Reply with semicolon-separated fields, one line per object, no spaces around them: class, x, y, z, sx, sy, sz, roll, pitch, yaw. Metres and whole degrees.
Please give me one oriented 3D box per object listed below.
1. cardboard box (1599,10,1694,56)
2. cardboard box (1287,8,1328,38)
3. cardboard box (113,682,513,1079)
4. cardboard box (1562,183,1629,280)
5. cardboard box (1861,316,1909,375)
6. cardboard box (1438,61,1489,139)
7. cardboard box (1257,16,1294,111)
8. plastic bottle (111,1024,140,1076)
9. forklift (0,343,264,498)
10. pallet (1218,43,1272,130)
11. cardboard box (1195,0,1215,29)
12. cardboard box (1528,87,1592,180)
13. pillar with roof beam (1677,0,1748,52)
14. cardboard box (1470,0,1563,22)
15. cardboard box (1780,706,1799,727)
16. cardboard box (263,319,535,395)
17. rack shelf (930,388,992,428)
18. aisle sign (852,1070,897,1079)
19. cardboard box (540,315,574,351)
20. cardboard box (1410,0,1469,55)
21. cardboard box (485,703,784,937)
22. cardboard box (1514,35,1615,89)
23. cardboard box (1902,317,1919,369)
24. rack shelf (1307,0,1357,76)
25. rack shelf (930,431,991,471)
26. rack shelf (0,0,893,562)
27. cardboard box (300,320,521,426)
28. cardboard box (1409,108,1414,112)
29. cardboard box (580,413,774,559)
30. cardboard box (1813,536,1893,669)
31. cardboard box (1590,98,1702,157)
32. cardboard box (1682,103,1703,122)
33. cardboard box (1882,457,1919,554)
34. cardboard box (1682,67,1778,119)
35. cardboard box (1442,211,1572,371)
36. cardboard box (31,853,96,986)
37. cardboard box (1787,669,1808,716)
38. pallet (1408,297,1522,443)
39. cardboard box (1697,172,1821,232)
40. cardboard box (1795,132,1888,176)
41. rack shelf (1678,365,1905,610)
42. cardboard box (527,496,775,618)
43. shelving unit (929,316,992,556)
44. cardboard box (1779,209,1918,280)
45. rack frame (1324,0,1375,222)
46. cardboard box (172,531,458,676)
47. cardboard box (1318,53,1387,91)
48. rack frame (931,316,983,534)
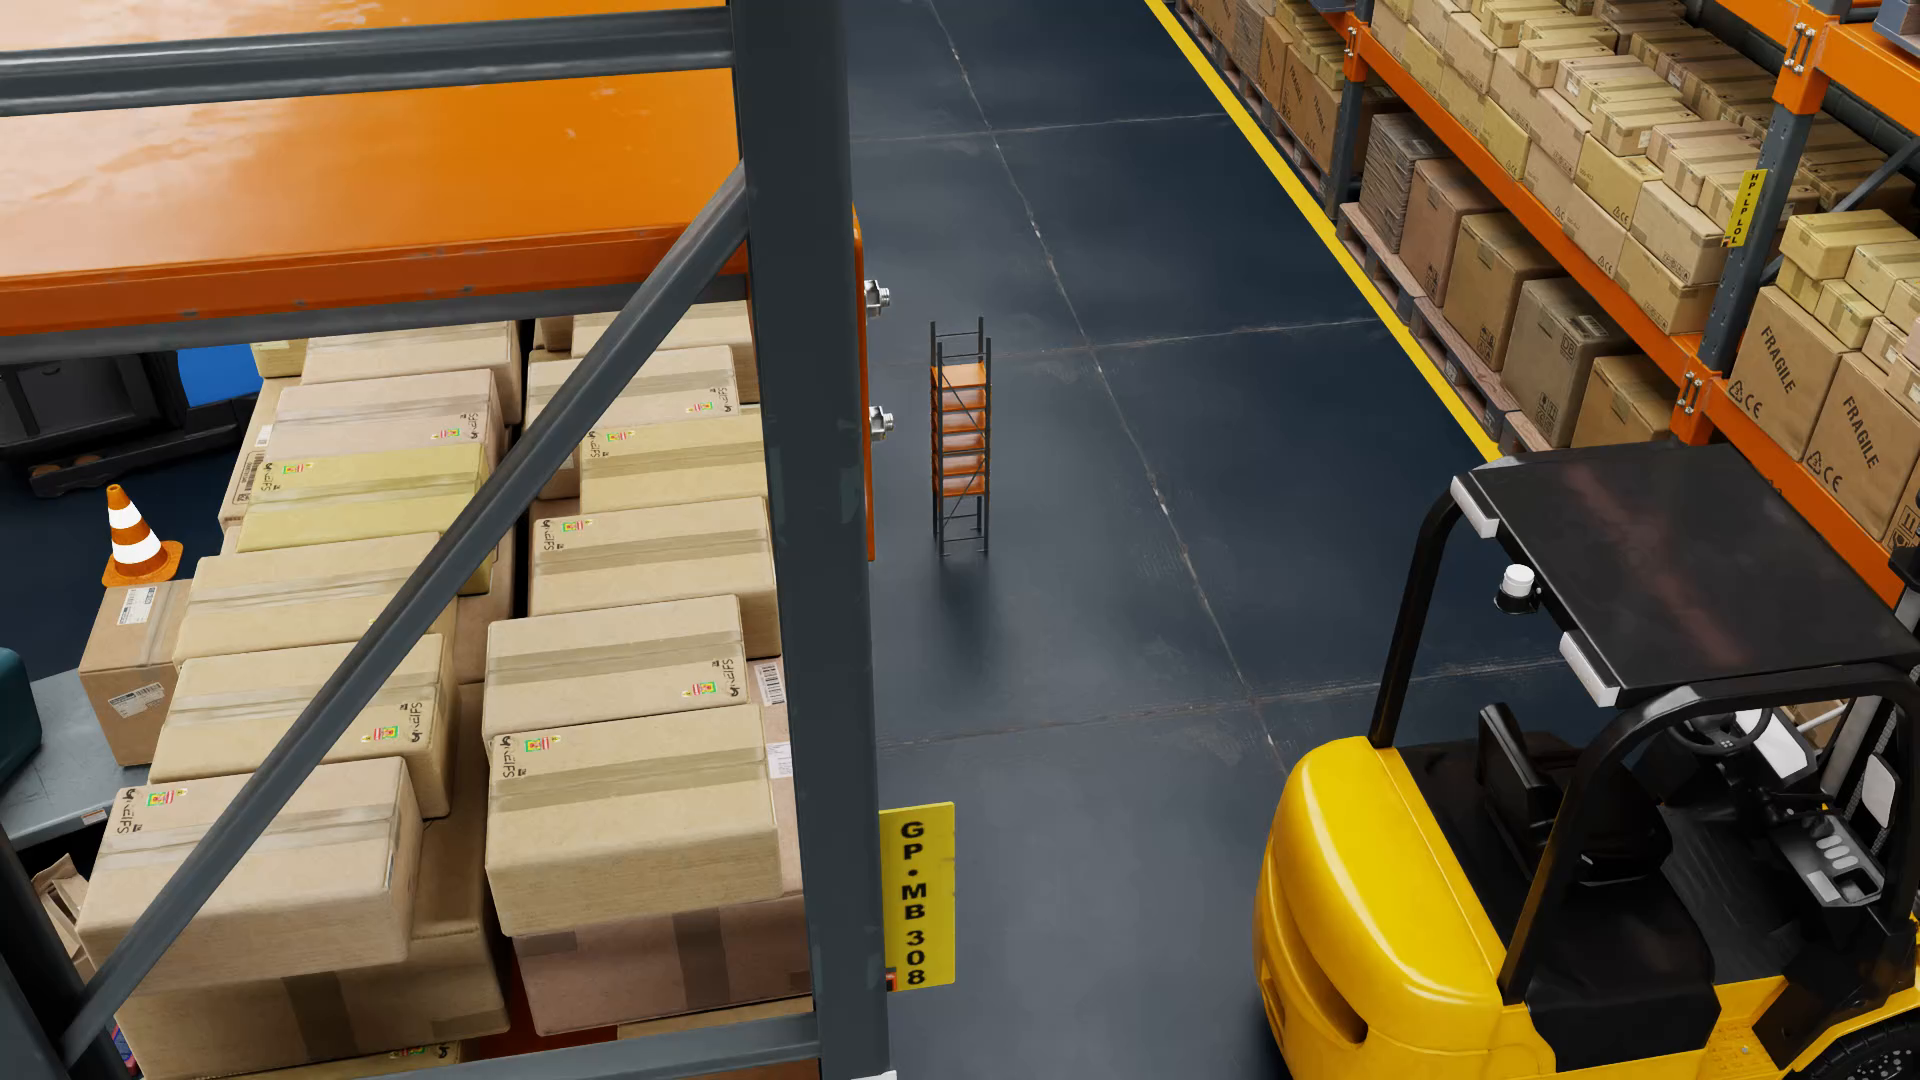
cardboard box;3.438;-2.542;8.367;0.380;0.149;0.250;-5;38;-7
cardboard box;2.475;-3.542;11.431;0.380;0.149;0.250;-5;38;-7
cardboard box;-0.945;0.499;2.498;0.500;0.250;0.500;-7;38;-9
cardboard box;3.155;-1.451;7.694;0.500;0.250;0.500;-6;38;-8
cardboard box;3.512;-0.695;5.989;0.380;0.149;0.250;-6;38;-8
cardboard box;2.911;-2.378;8.889;0.500;0.250;0.500;-7;38;-9
cardboard box;2.436;-3.377;11.747;0.500;0.500;0.500;-5;38;-6
plastic bottle;-2.911;1.747;5.851;0.133;0.061;0.283;0;38;0
forklift;-4.580;-1.741;8.002;3.031;2.935;1.130;-18;41;-21
pallet;2.589;-3.436;12.400;1.003;0.211;1.213;-6;38;-8
cardboard box;2.159;-4.304;12.941;0.500;0.500;0.500;-7;38;-9
cardboard box;3.076;-1.957;7.939;0.500;0.250;0.500;-6;38;-7
pillar with roof beam;-0.229;-4.562;6.687;9.100;9.000;0.400;-6;38;-8
cardboard box;2.910;-2.799;8.698;0.380;0.149;0.250;-6;38;-7
cardboard box;3.458;0.622;6.803;0.500;0.250;0.500;-7;38;-9
cardboard box;-1.218;-0.423;3.684;0.500;0.250;0.500;-6;38;-8
rack shelf;0.003;-0.620;7.651;0.258;0.103;0.180;-6;38;-8
aisle sign;-0.274;0.999;2.300;0.394;0.787;0.004;-6;38;-8
cardboard box;-0.687;-0.538;3.507;0.380;0.149;0.250;-5;38;-7
cardboard box;2.817;-2.888;9.137;0.500;0.250;0.500;-5;38;-7
cardboard box;-0.452;0.385;2.320;0.380;0.149;0.250;-6;38;-8
cardboard box;2.940;-2.329;8.093;0.380;0.149;0.250;-7;38;-9
cardboard box;3.491;-0.651;5.691;0.380;0.149;0.250;-5;38;-7
rack shelf;2.543;-4.271;11.788;1.077;0.370;4.000;-6;38;-8
rack shelf;0.003;-0.430;7.798;0.258;0.103;0.180;-6;38;-8
rack shelf;-0.941;-1.270;3.039;1.077;0.370;4.000;-6;38;-8
cardboard box;-1.060;-0.331;3.241;0.380;0.149;0.250;-7;38;-9
cardboard box;3.096;-2.810;11.017;0.500;0.500;0.500;-5;38;-6
cardboard box;-0.465;-0.083;2.922;0.380;0.149;0.250;-6;38;-8
cardboard box;3.450;0.230;6.492;0.500;0.250;0.500;-6;38;-8
cardboard box;3.086;-1.861;7.490;0.380;0.149;0.250;-7;38;-9
cardboard box;3.601;-2.019;8.018;0.500;0.250;0.500;-7;38;-9
cardboard box;3.613;-0.055;5.695;0.500;0.500;0.500;-7;38;-8
cardboard box;3.622;-2.085;7.779;0.380;0.149;0.250;-6;38;-8
cardboard box;3.230;-1.396;9.095;0.875;0.625;0.625;-8;39;-10
cardboard box;-3.262;1.408;6.121;0.396;0.266;0.258;27;45;30
cardboard box;3.466;0.421;6.654;0.500;0.250;0.500;-6;38;-8
pallet;3.210;-1.009;9.276;1.003;0.211;1.213;-6;38;-8
cardboard box;3.316;-1.409;6.908;0.380;0.149;0.250;-5;38;-6
cardboard box;3.749;-1.629;7.192;0.380;0.149;0.250;-7;38;-9
rack shelf;3.945;0.561;5.569;1.077;0.370;4.000;-6;38;-8
cardboard box;-0.495;0.141;2.958;0.500;0.250;0.500;-7;38;-9
shelving unit;0.003;-0.465;7.771;0.258;1.200;0.189;-6;38;-8
cardboard box;3.359;-1.119;6.293;0.380;0.149;0.250;-5;38;-7
rack frame;2.894;-3.347;10.013;1.000;3.000;0.127;-6;38;-8
cardboard box;-1.010;0.137;2.639;0.380;0.149;0.250;-7;38;-8
cardboard box;2.558;-3.053;10.801;0.380;0.149;0.250;-8;39;-10
rack frame;-0.013;-0.520;7.842;0.240;1.200;0.006;-6;38;-8
